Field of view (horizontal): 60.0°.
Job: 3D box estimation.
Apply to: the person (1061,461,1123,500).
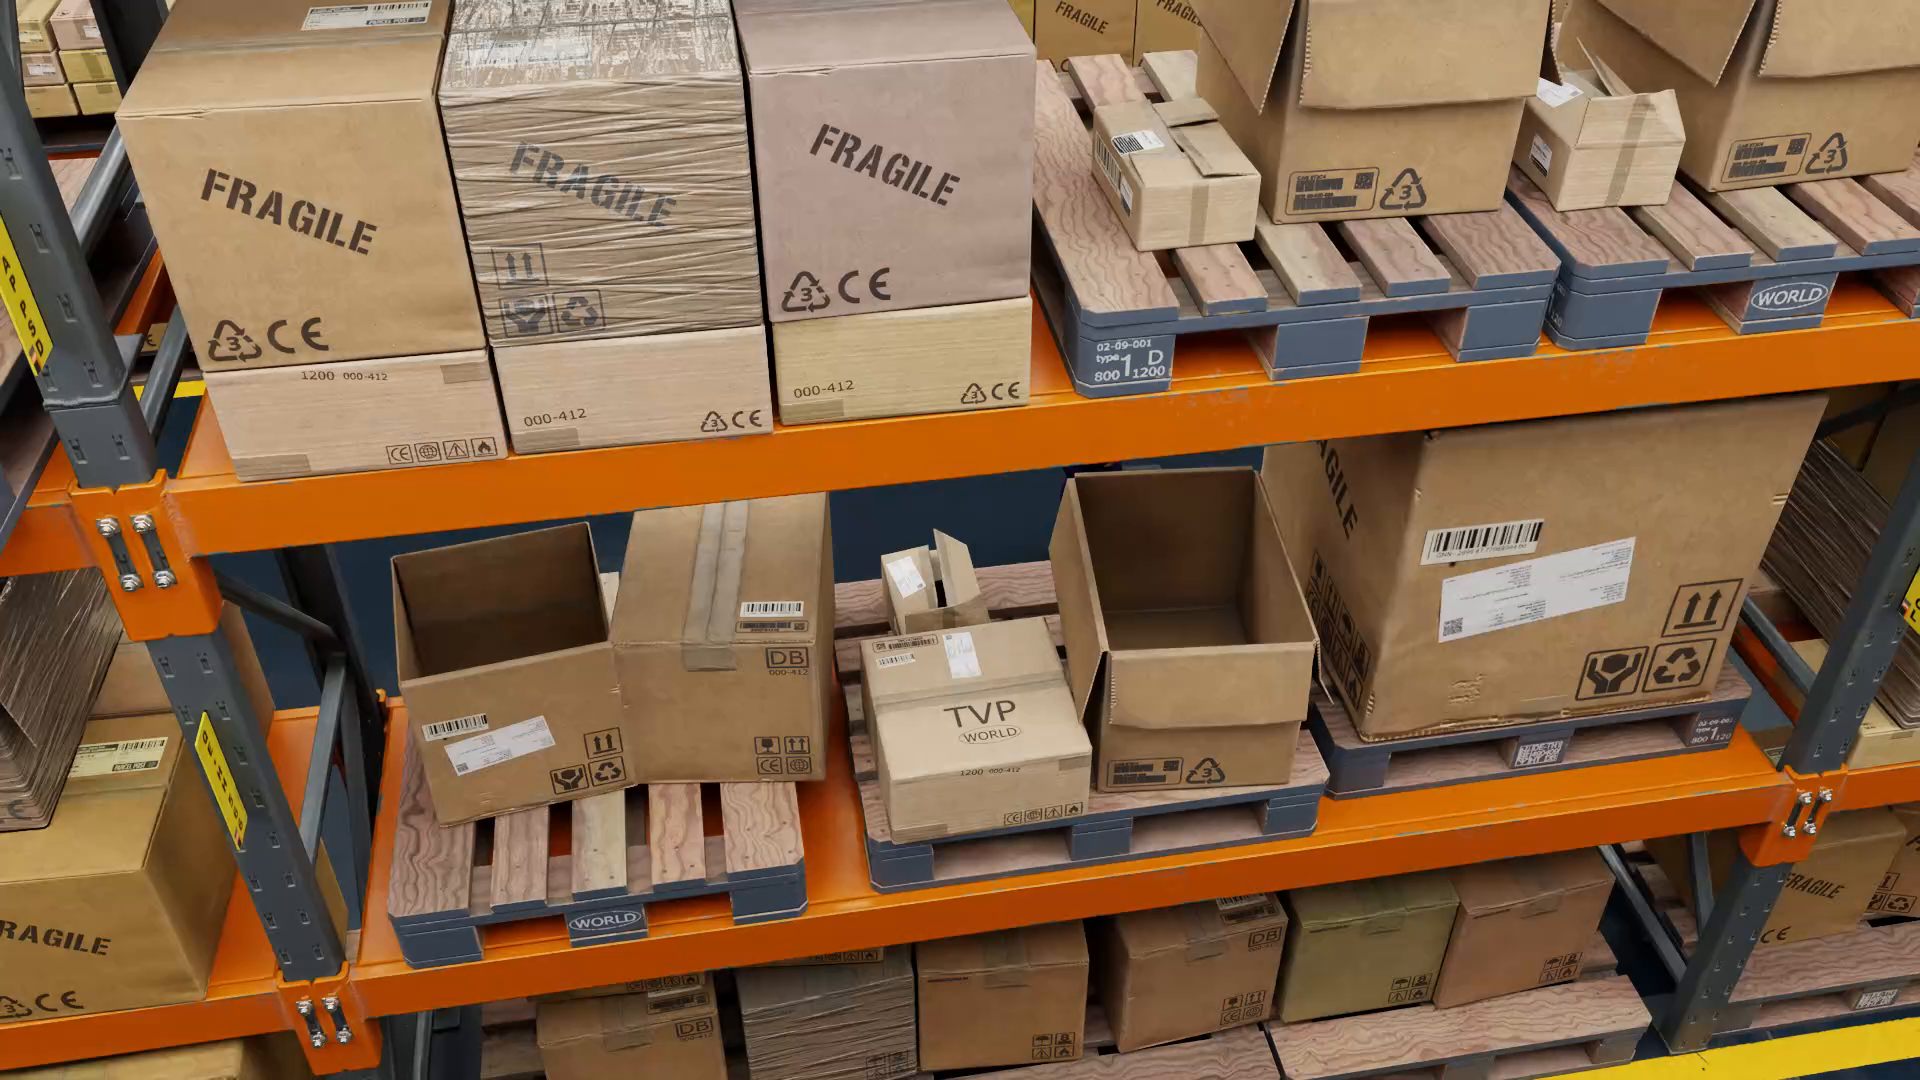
[{"bbox_3d":[0.547,-0.510,6.792,0.416,1.652,0.555,-7,39,-9],"label":"person"}]
